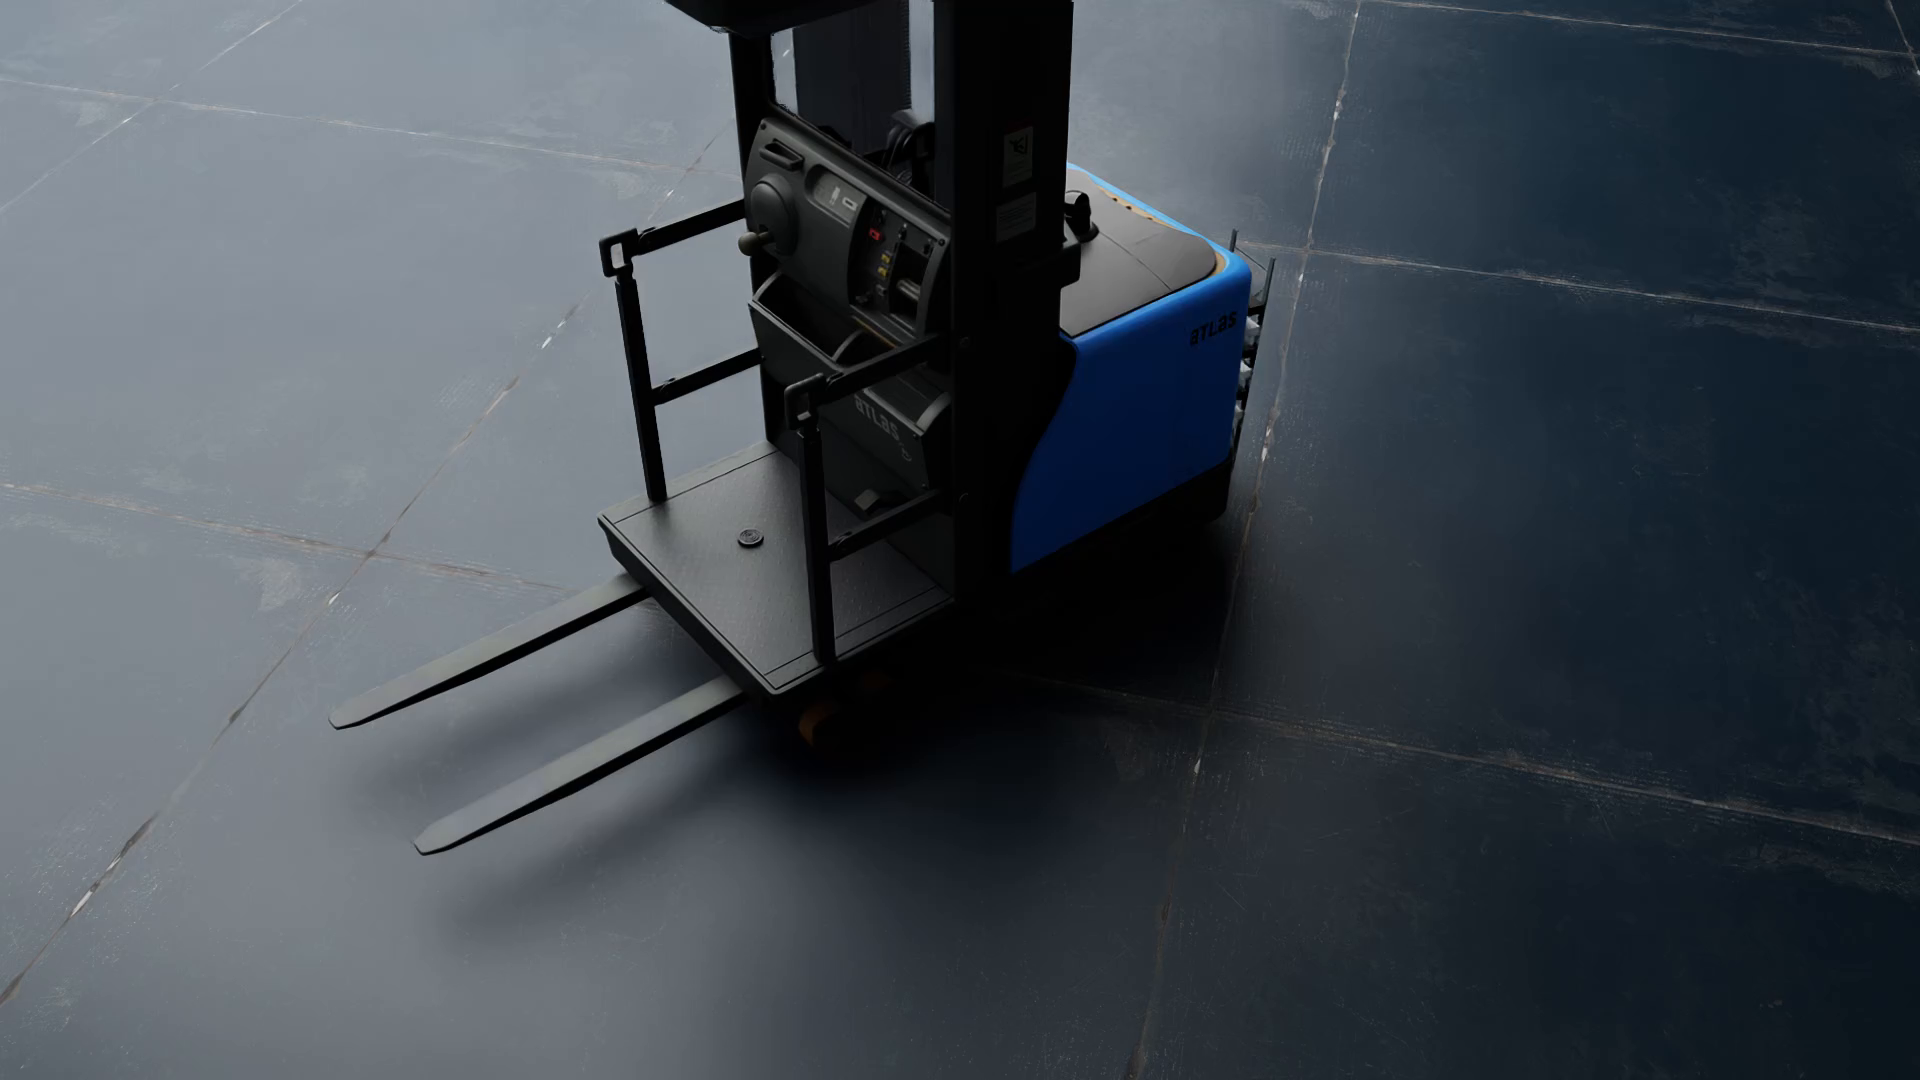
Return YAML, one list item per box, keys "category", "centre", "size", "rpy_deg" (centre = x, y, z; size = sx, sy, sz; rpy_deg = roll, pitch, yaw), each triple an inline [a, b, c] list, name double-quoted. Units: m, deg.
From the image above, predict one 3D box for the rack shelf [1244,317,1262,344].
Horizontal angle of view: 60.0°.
- category: "rack shelf"
  centre: [0.922, -0.775, 5.968]
  size: [0.200, 0.077, 0.258]
  rpy_deg: [-17, 43, -25]

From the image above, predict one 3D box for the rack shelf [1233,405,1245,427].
- category: "rack shelf"
  centre: [0.900, -0.492, 6.189]
  size: [0.200, 0.077, 0.258]
  rpy_deg: [-17, 43, -25]

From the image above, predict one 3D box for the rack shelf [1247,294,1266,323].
- category: "rack shelf"
  centre: [0.927, -0.845, 5.912]
  size: [0.200, 0.077, 0.258]
  rpy_deg: [-17, 43, -25]

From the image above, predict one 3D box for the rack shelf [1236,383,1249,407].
- category: "rack shelf"
  centre: [0.906, -0.562, 6.134]
  size: [0.200, 0.077, 0.258]
  rpy_deg: [-17, 43, -25]

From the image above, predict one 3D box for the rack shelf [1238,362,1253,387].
- category: "rack shelf"
  centre: [0.911, -0.633, 6.079]
  size: [0.200, 0.077, 0.258]
  rpy_deg: [-17, 43, -25]

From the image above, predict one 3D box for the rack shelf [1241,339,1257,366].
- category: "rack shelf"
  centre: [0.917, -0.704, 6.023]
  size: [0.200, 0.077, 0.258]
  rpy_deg: [-17, 43, -25]

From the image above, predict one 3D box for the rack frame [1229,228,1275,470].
- category: "rack frame"
  centre: [1.002, -0.686, 6.100]
  size: [0.006, 0.900, 0.240]
  rpy_deg: [-17, 43, -25]

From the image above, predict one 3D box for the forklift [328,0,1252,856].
- category: "forklift"
  centre: [-0.506, -0.851, 4.717]
  size: [3.031, 2.935, 1.130]
  rpy_deg: [-27, 47, -28]

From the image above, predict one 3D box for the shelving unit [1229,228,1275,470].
- category: "shelving unit"
  centre: [0.913, -0.659, 6.058]
  size: [0.210, 0.900, 0.258]
  rpy_deg: [-17, 43, -25]
